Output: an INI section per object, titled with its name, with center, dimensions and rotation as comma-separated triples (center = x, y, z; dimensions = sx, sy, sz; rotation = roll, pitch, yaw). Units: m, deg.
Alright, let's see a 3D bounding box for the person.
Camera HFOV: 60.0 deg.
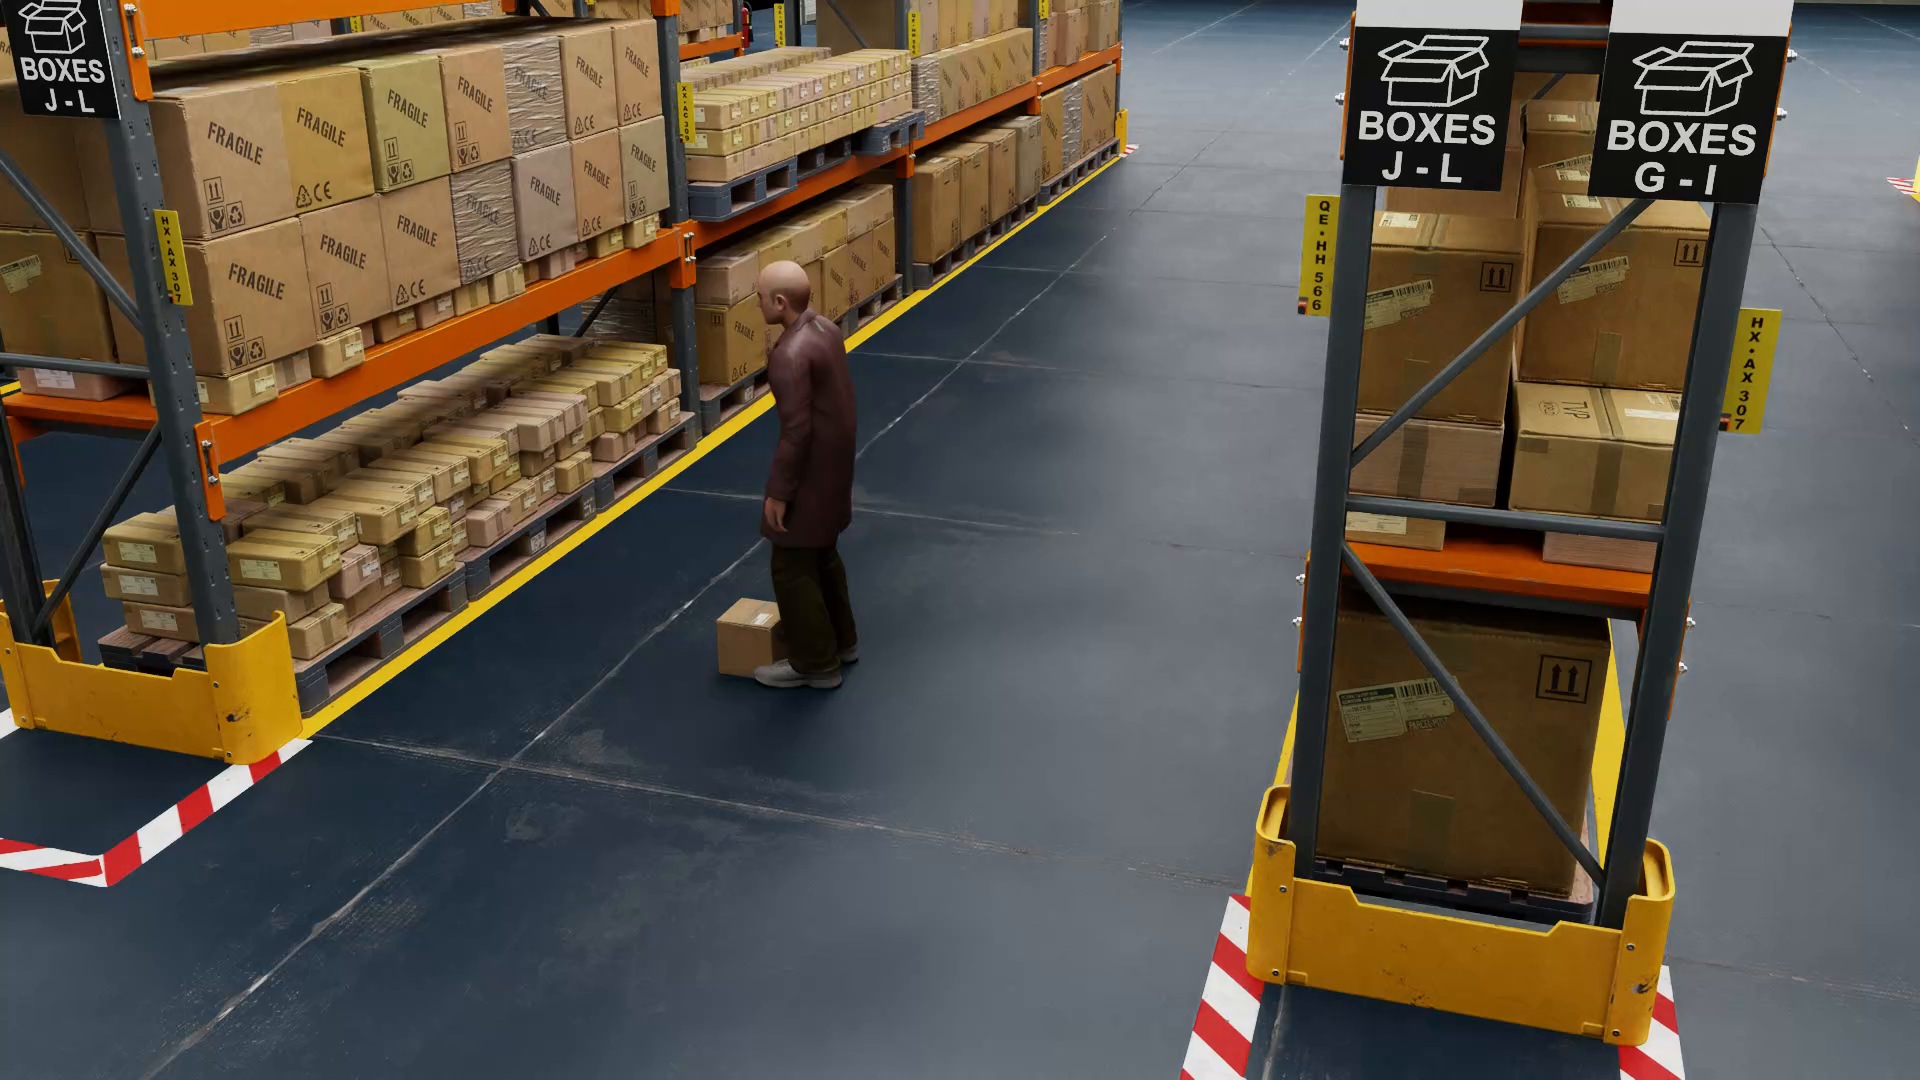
[person]
center = -0.633, -0.255, 6.752
dimensions = 0.423, 1.774, 0.653
rotation = 5, 22, 13
